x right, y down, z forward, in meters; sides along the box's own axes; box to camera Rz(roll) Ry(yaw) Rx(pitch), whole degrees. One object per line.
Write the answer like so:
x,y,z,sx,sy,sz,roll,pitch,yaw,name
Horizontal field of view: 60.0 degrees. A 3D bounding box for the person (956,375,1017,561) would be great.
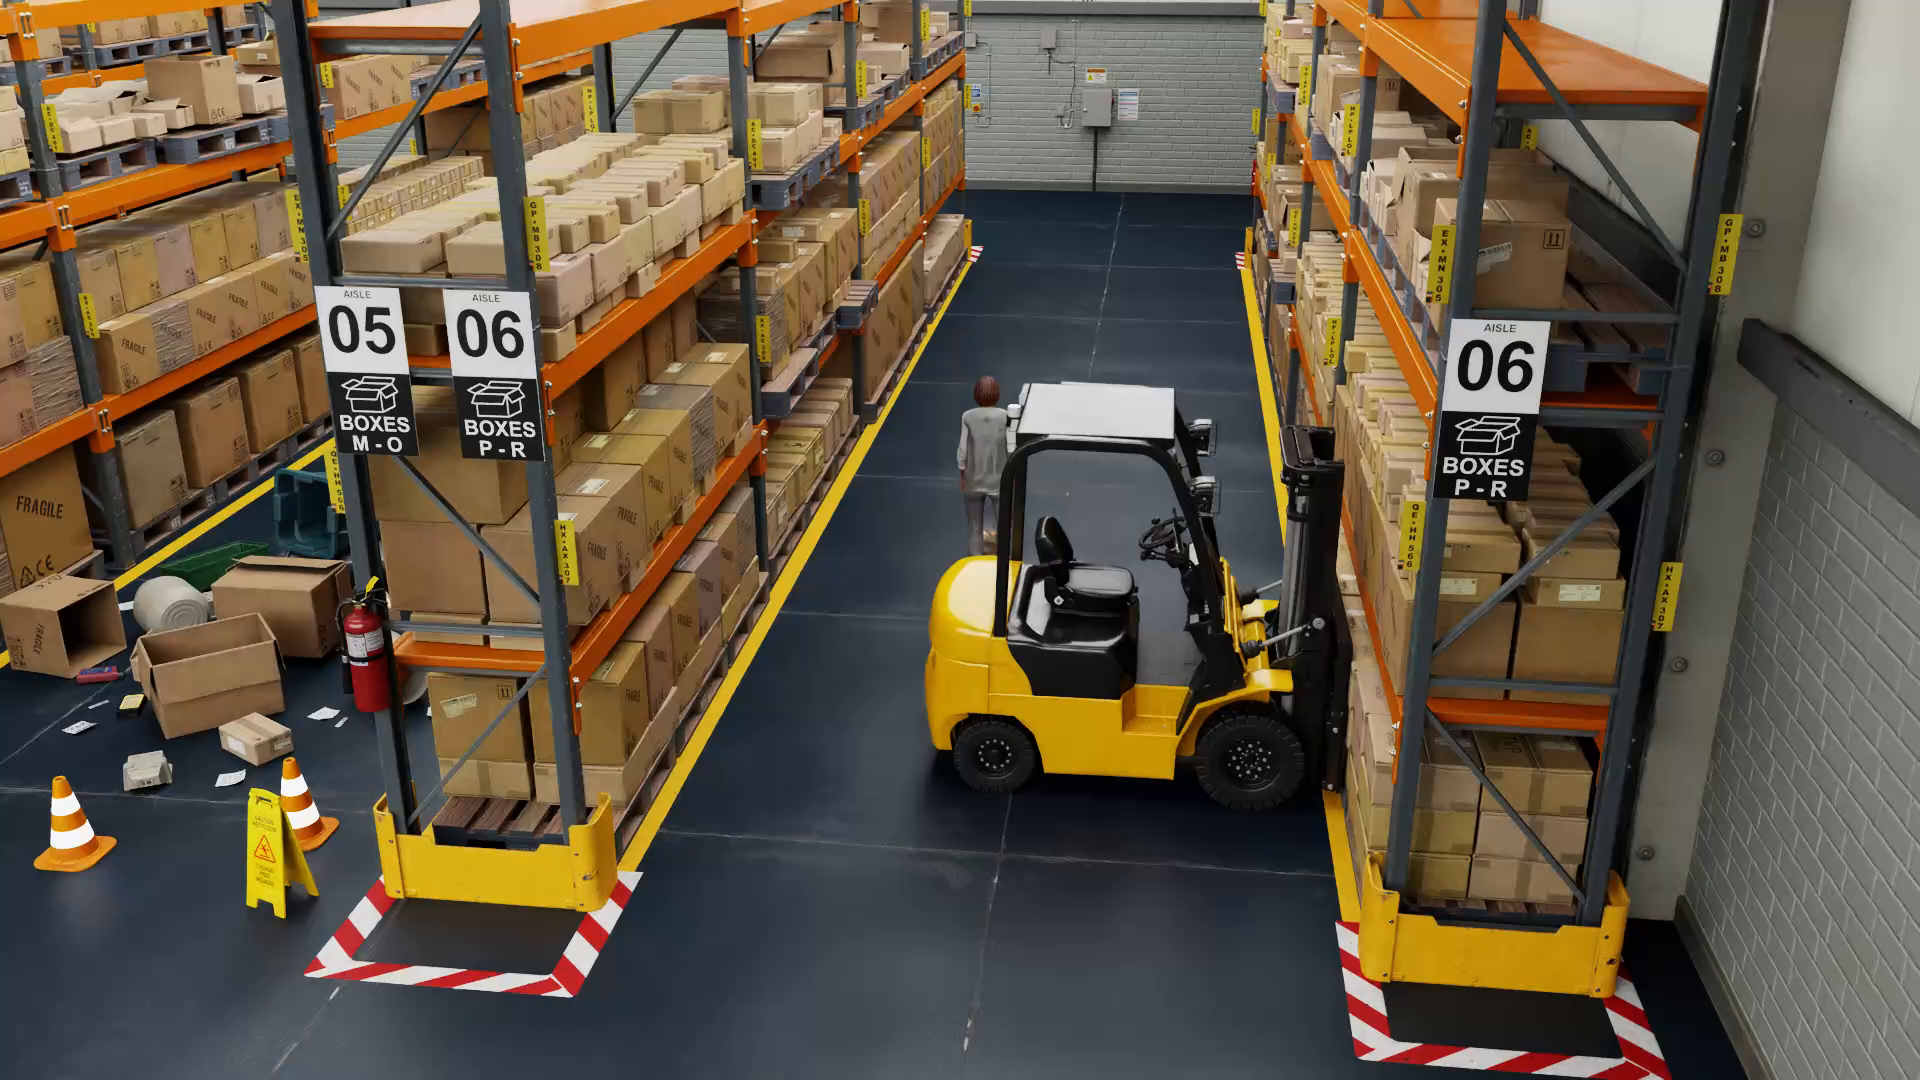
0.205,-0.414,12.148,0.459,1.594,0.374,2,22,5,person
